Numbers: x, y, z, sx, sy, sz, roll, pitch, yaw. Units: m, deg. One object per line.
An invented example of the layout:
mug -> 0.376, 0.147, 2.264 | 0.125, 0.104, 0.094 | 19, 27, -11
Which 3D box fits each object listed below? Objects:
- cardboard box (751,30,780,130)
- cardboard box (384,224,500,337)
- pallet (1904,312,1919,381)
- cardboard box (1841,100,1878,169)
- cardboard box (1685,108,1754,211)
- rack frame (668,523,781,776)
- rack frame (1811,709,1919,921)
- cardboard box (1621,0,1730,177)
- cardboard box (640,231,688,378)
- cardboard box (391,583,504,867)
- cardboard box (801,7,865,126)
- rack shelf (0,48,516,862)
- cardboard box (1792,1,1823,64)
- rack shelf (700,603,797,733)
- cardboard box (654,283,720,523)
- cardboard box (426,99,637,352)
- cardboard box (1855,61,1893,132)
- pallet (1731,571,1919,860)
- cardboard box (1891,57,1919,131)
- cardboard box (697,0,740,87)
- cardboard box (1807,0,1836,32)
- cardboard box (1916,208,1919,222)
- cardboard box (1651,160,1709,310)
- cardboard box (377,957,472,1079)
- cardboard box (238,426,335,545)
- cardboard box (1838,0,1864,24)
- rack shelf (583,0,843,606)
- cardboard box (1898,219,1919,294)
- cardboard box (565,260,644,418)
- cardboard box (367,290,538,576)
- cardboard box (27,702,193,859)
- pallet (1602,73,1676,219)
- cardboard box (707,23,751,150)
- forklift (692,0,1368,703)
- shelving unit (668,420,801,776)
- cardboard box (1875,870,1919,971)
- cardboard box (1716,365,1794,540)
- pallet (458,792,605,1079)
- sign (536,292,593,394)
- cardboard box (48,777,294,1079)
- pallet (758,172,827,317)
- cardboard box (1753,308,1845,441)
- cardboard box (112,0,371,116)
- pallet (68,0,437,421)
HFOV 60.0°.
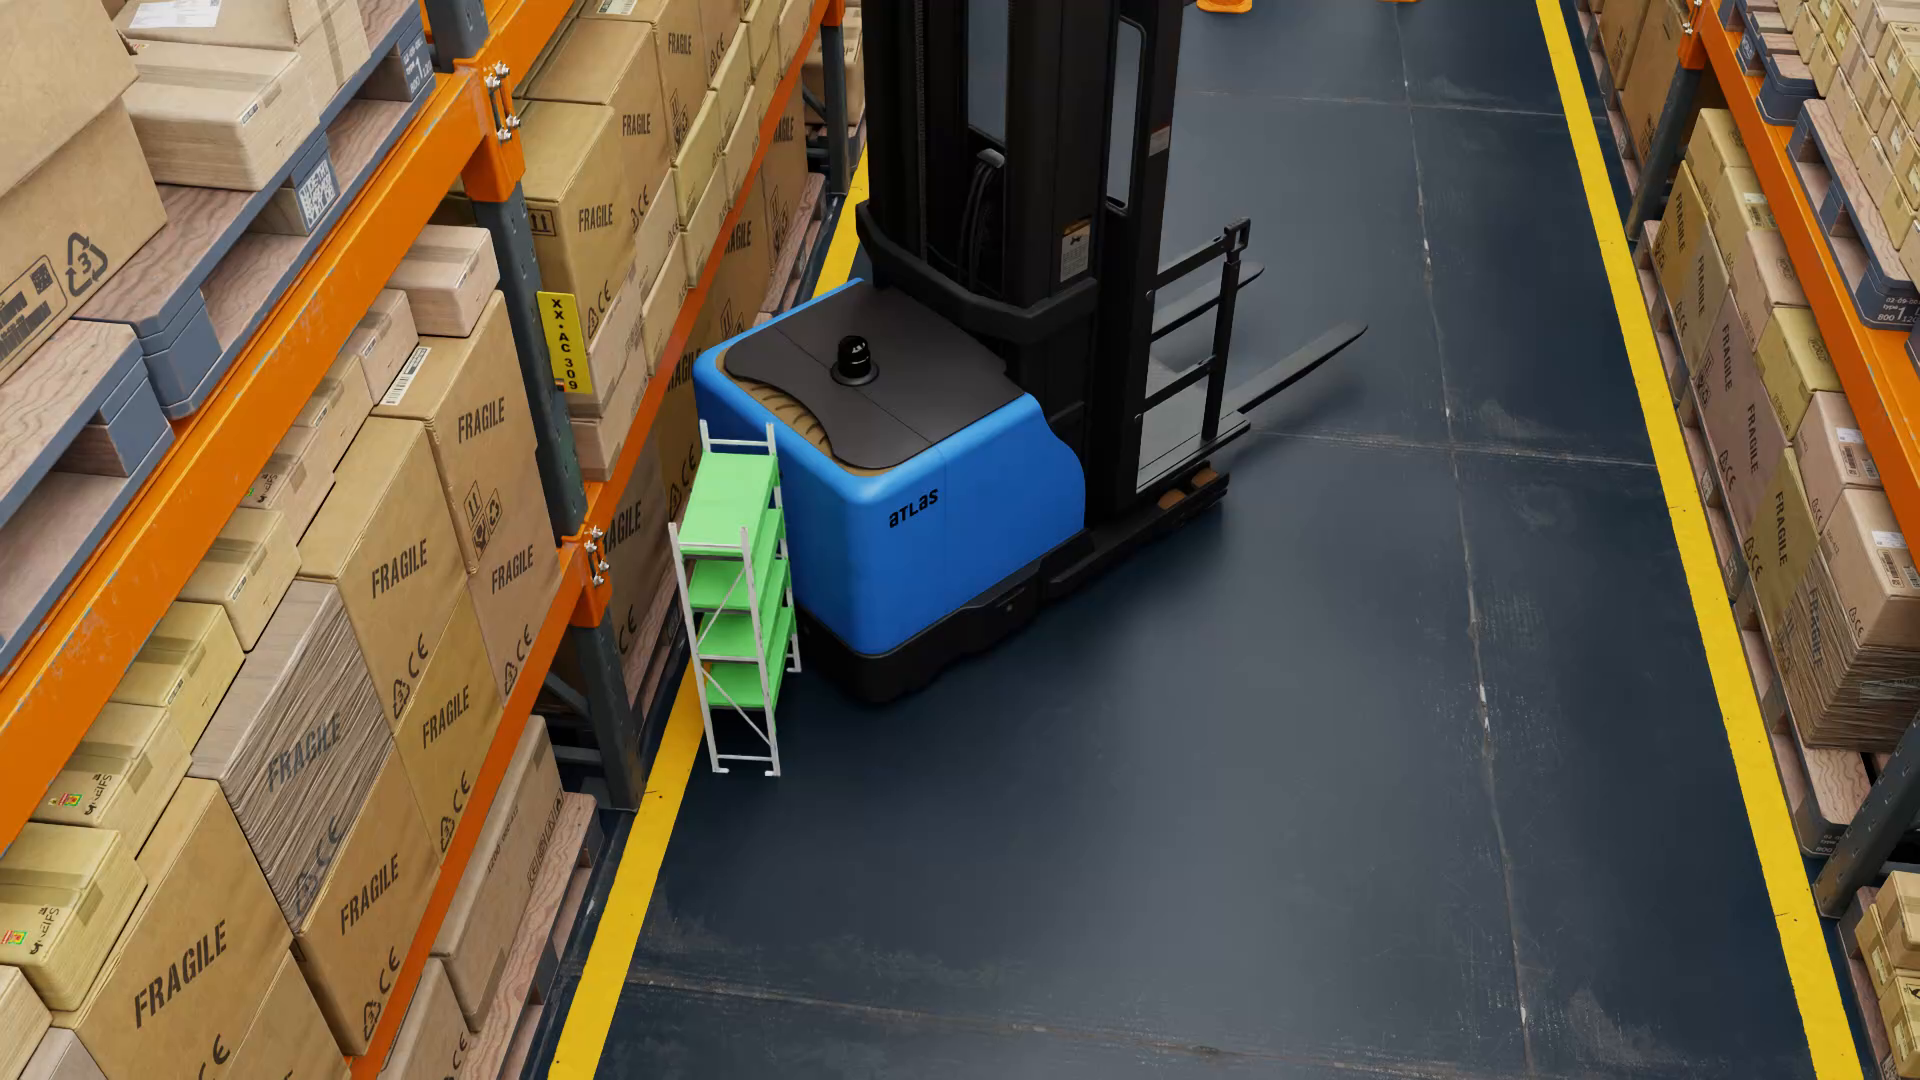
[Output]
cardboard box -> -1.018, -1.841, 6.622 | 0.500, 0.250, 0.500 | 5, 44, 5
cardboard box -> -1.328, -0.625, 3.957 | 0.380, 0.149, 0.250 | 4, 44, 5
pallet -> 3.563, -0.286, 5.010 | 1.003, 0.211, 1.213 | 5, 44, 6
cardboard box -> 3.414, -1.445, 5.971 | 0.380, 0.149, 0.250 | 6, 44, 6
cardboard box -> 3.515, -1.643, 7.271 | 0.500, 0.250, 0.500 | 3, 44, 4
rack frame -> -0.760, 0.390, 5.463 | 0.240, 1.200, 0.015 | 3, 44, 4
rack frame -> 3.317, 0.152, 4.408 | 1.000, 3.000, 0.127 | 5, 44, 6
cardboard box -> 4.016, -2.316, 8.345 | 1.050, 0.750, 0.750 | 5, 44, 5
cardboard box -> -1.216, -0.803, 5.526 | 0.500, 0.250, 0.500 | 4, 44, 4
cardboard box -> -1.473, 0.425, 4.046 | 0.500, 0.500, 0.500 | 4, 44, 4
cardboard box -> -0.989, -2.537, 8.854 | 0.950, 0.372, 0.625 | 3, 43, 3
rack shelf -> -1.867, 0.306, 2.587 | 1.077, 0.370, 4.000 | 5, 44, 6
cardboard box -> 3.516, -1.982, 6.539 | 0.380, 0.149, 0.250 | 7, 44, 8
rack shelf -> -0.737, 0.440, 5.849 | 0.258, 0.148, 0.480 | 3, 44, 4
cardboard box -> -1.488, -0.656, 6.501 | 0.875, 0.875, 0.875 | 6, 44, 7
cardboard box -> -1.259, -0.902, 4.721 | 0.500, 0.500, 0.500 | 6, 44, 6
cardboard box -> 3.414, -1.554, 5.871 | 0.380, 0.149, 0.250 | 5, 44, 5
pallet -> 3.419, 0.634, 5.927 | 1.003, 0.211, 1.213 | 5, 44, 6
cardboard box -> 3.384, -1.488, 5.585 | 0.380, 0.149, 0.250 | 5, 44, 5
cardboard box -> -1.089, -1.946, 5.823 | 0.500, 0.500, 0.500 | 5, 44, 5
cardboard box -> 3.517, -2.065, 6.410 | 0.380, 0.149, 0.250 | 4, 44, 4
cardboard box -> 3.311, -1.019, 5.305 | 0.380, 0.149, 0.250 | 3, 44, 3
cardboard box -> 3.500, -1.360, 7.517 | 0.500, 0.500, 0.500 | 4, 44, 4
cardboard box -> -1.910, 1.577, 4.461 | 0.875, 0.438, 0.875 | 4, 44, 4
cardboard box -> -1.529, -0.112, 3.415 | 0.380, 0.149, 0.250 | 5, 44, 5
cardboard box -> 3.488, -2.023, 6.150 | 0.380, 0.149, 0.250 | 4, 44, 4
rack shelf -> -1.338, -1.331, 6.497 | 1.077, 0.370, 4.000 | 5, 44, 6
cardboard box -> 3.307, -0.905, 5.402 | 0.380, 0.149, 0.250 | 4, 44, 4
cardboard box -> -1.265, -0.630, 4.979 | 0.500, 0.250, 0.500 | 4, 44, 4
cardboard box -> -1.391, -0.282, 4.066 | 0.500, 0.500, 0.500 | 5, 44, 5
cardboard box -> -1.577, 0.409, 2.864 | 0.380, 0.149, 0.250 | 5, 44, 6
pallet -> 4.025, -2.092, 8.806 | 1.003, 0.211, 1.213 | 5, 44, 6
cardboard box -> -1.066, -1.674, 6.082 | 0.500, 0.250, 0.500 | 4, 44, 4
forklift -> 0.473, -1.351, 6.045 | 3.031, 2.935, 1.130 | -31, 52, -29
shelving unit -> -0.740, 0.221, 5.638 | 0.258, 1.200, 0.503 | 3, 44, 4
cardboard box -> 2.952, 1.145, 4.911 | 0.380, 0.149, 0.250 | 7, 44, 7
cardboard box -> 3.306, -0.319, 6.418 | 0.500, 0.500, 0.500 | 4, 44, 5
pallet -> -1.781, 1.295, 5.229 | 1.003, 0.211, 1.213 | 5, 44, 6
sign -> -1.052, -0.523, 4.433 | 0.100, 0.325, 0.005 | 5, 44, 6
cardboard box -> -1.599, 0.752, 2.974 | 0.500, 0.500, 0.500 | 5, 44, 6
pallet -> -1.253, -1.412, 8.088 | 1.003, 0.211, 1.213 | 5, 44, 6
cardboard box -> 3.302, -0.606, 6.176 | 0.500, 0.250, 0.500 | 3, 44, 4
cardboard box -> -1.370, -0.994, 3.156 | 0.396, 0.266, 0.258 | 7, 44, 7
pallet -> -1.721, -0.729, 3.221 | 1.003, 0.211, 1.213 | 5, 44, 6
